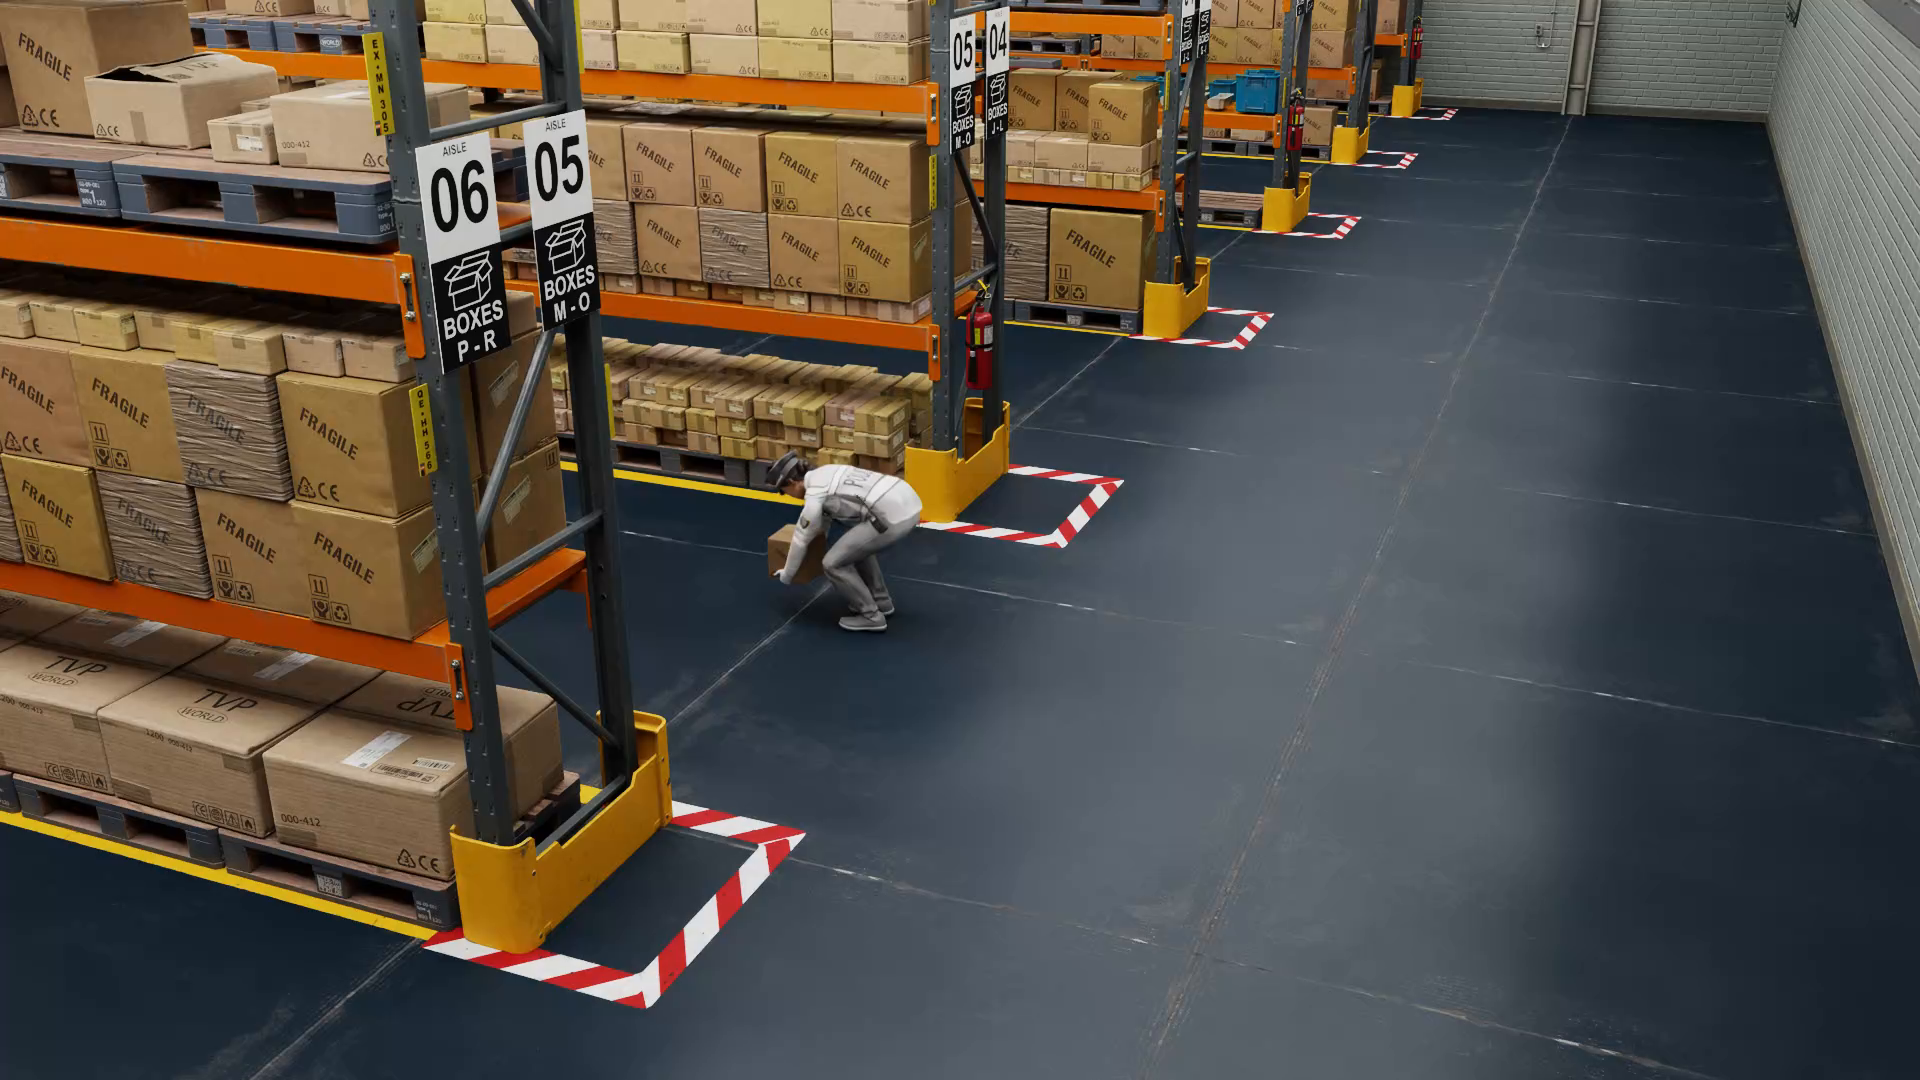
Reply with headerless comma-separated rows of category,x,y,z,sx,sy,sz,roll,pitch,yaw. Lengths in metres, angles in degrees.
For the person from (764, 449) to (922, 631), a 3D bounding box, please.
person,-0.671,-0.009,9.499,0.917,0.990,0.460,8,24,18
